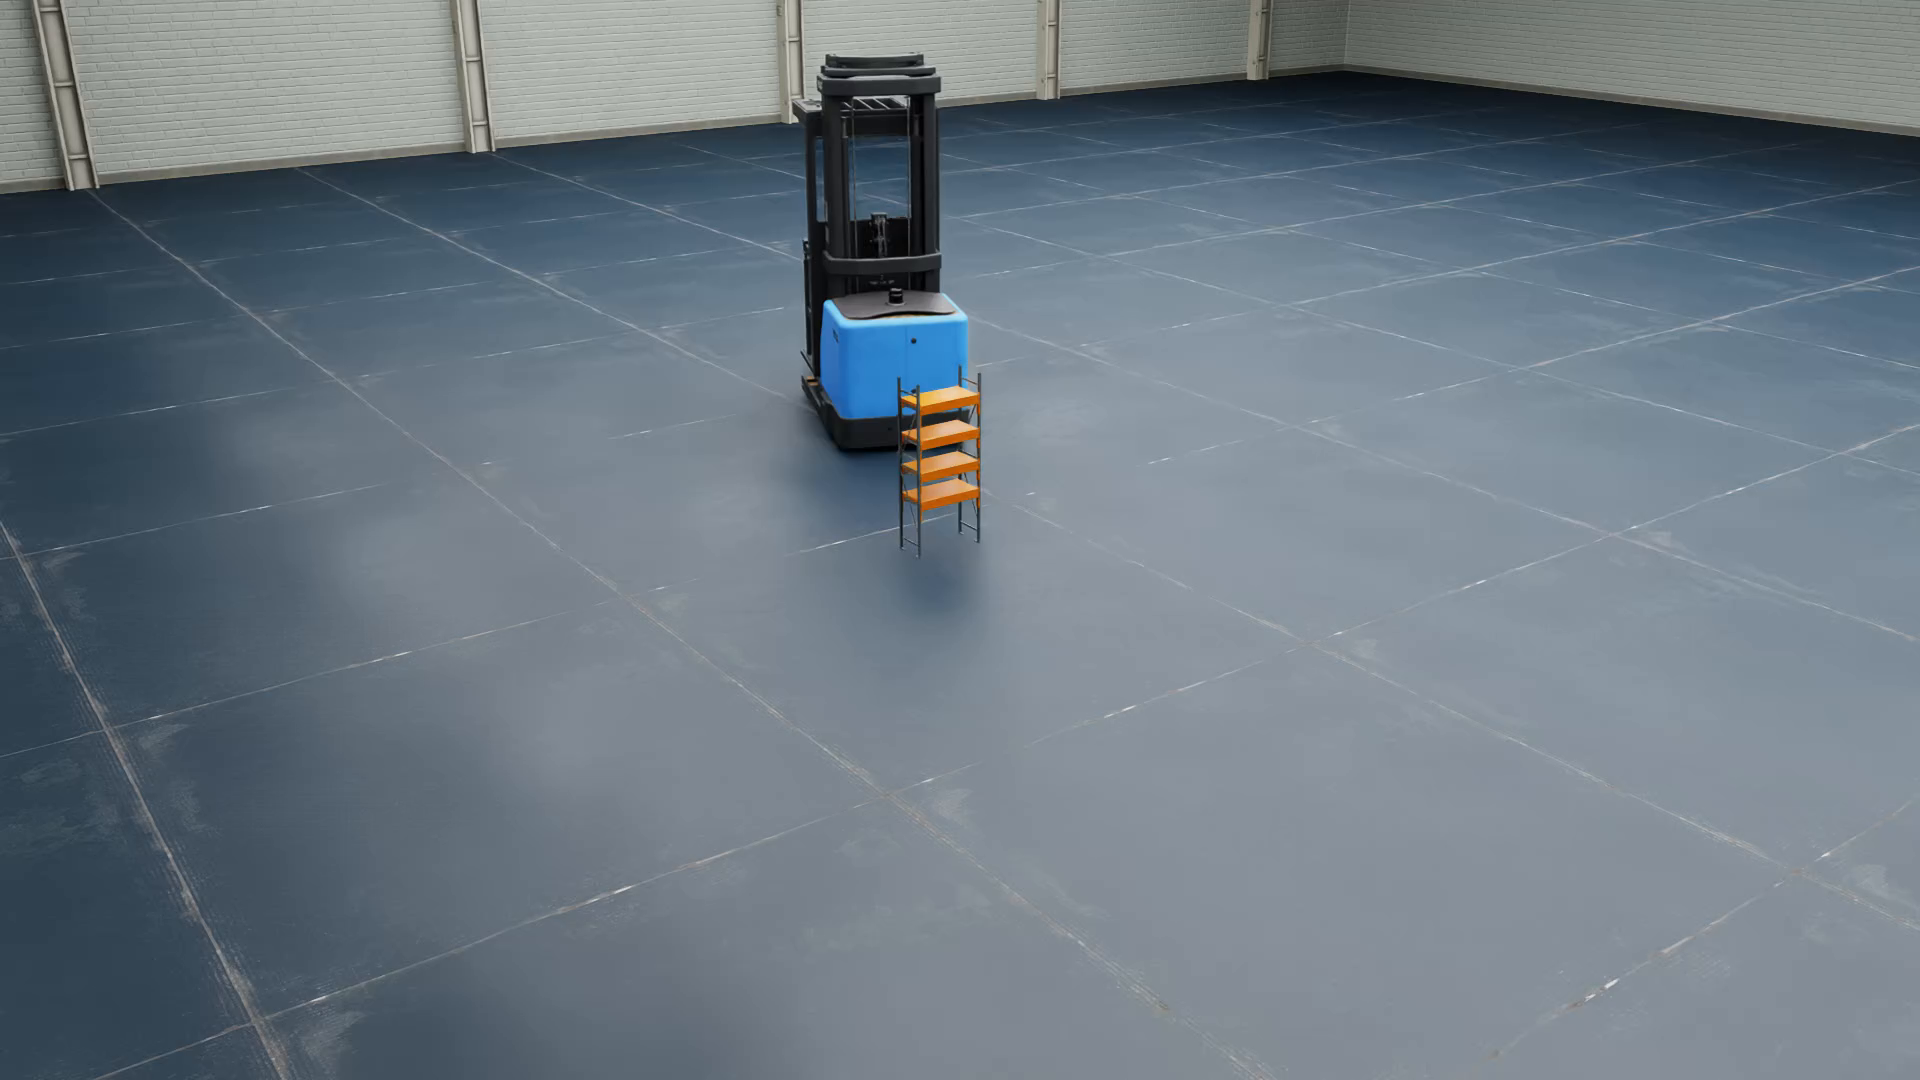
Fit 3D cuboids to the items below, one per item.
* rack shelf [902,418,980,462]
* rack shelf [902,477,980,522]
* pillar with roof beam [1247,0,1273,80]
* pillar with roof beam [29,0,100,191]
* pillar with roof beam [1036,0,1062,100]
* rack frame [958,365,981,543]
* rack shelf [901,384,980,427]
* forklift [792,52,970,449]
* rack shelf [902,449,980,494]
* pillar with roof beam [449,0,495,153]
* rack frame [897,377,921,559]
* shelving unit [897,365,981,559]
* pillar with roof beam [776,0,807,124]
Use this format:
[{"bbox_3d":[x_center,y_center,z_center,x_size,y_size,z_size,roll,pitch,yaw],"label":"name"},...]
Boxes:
[{"bbox_3d":[-0.134,-0.667,11.026,0.480,0.148,0.258,-15,26,-33],"label":"rack shelf"},{"bbox_3d":[-0.134,-0.275,11.183,0.480,0.148,0.258,-15,26,-33],"label":"rack shelf"},{"bbox_3d":[9.182,-13.227,32.403,0.400,9.000,9.100,-15,26,-33],"label":"pillar with roof beam"},{"bbox_3d":[-10.300,-8.033,19.384,0.400,9.000,9.100,-15,26,-33],"label":"pillar with roof beam"},{"bbox_3d":[4.311,-11.929,29.148,0.400,9.000,9.100,-15,26,-33],"label":"pillar with roof beam"},{"bbox_3d":[0.064,-0.574,11.217,0.015,1.200,0.240,-15,26,-33],"label":"rack frame"},{"bbox_3d":[-0.134,-0.886,10.939,0.480,0.148,0.258,-15,26,-33],"label":"rack shelf"},{"bbox_3d":[-0.766,-2.591,13.935,1.130,2.935,3.031,-5,22,-13],"label":"forklift"},{"bbox_3d":[-0.134,-0.459,11.109,0.480,0.148,0.258,-15,26,-33],"label":"rack shelf"},{"bbox_3d":[-5.430,-9.331,22.639,0.400,9.000,9.100,-15,26,-33],"label":"pillar with roof beam"},{"bbox_3d":[-0.332,-0.469,10.952,0.015,1.200,0.240,-15,26,-33],"label":"rack frame"},{"bbox_3d":[-0.134,-0.521,11.084,0.503,1.200,0.258,-15,26,-33],"label":"shelving unit"},{"bbox_3d":[-0.559,-10.630,25.893,0.400,9.000,9.100,-15,26,-33],"label":"pillar with roof beam"}]
